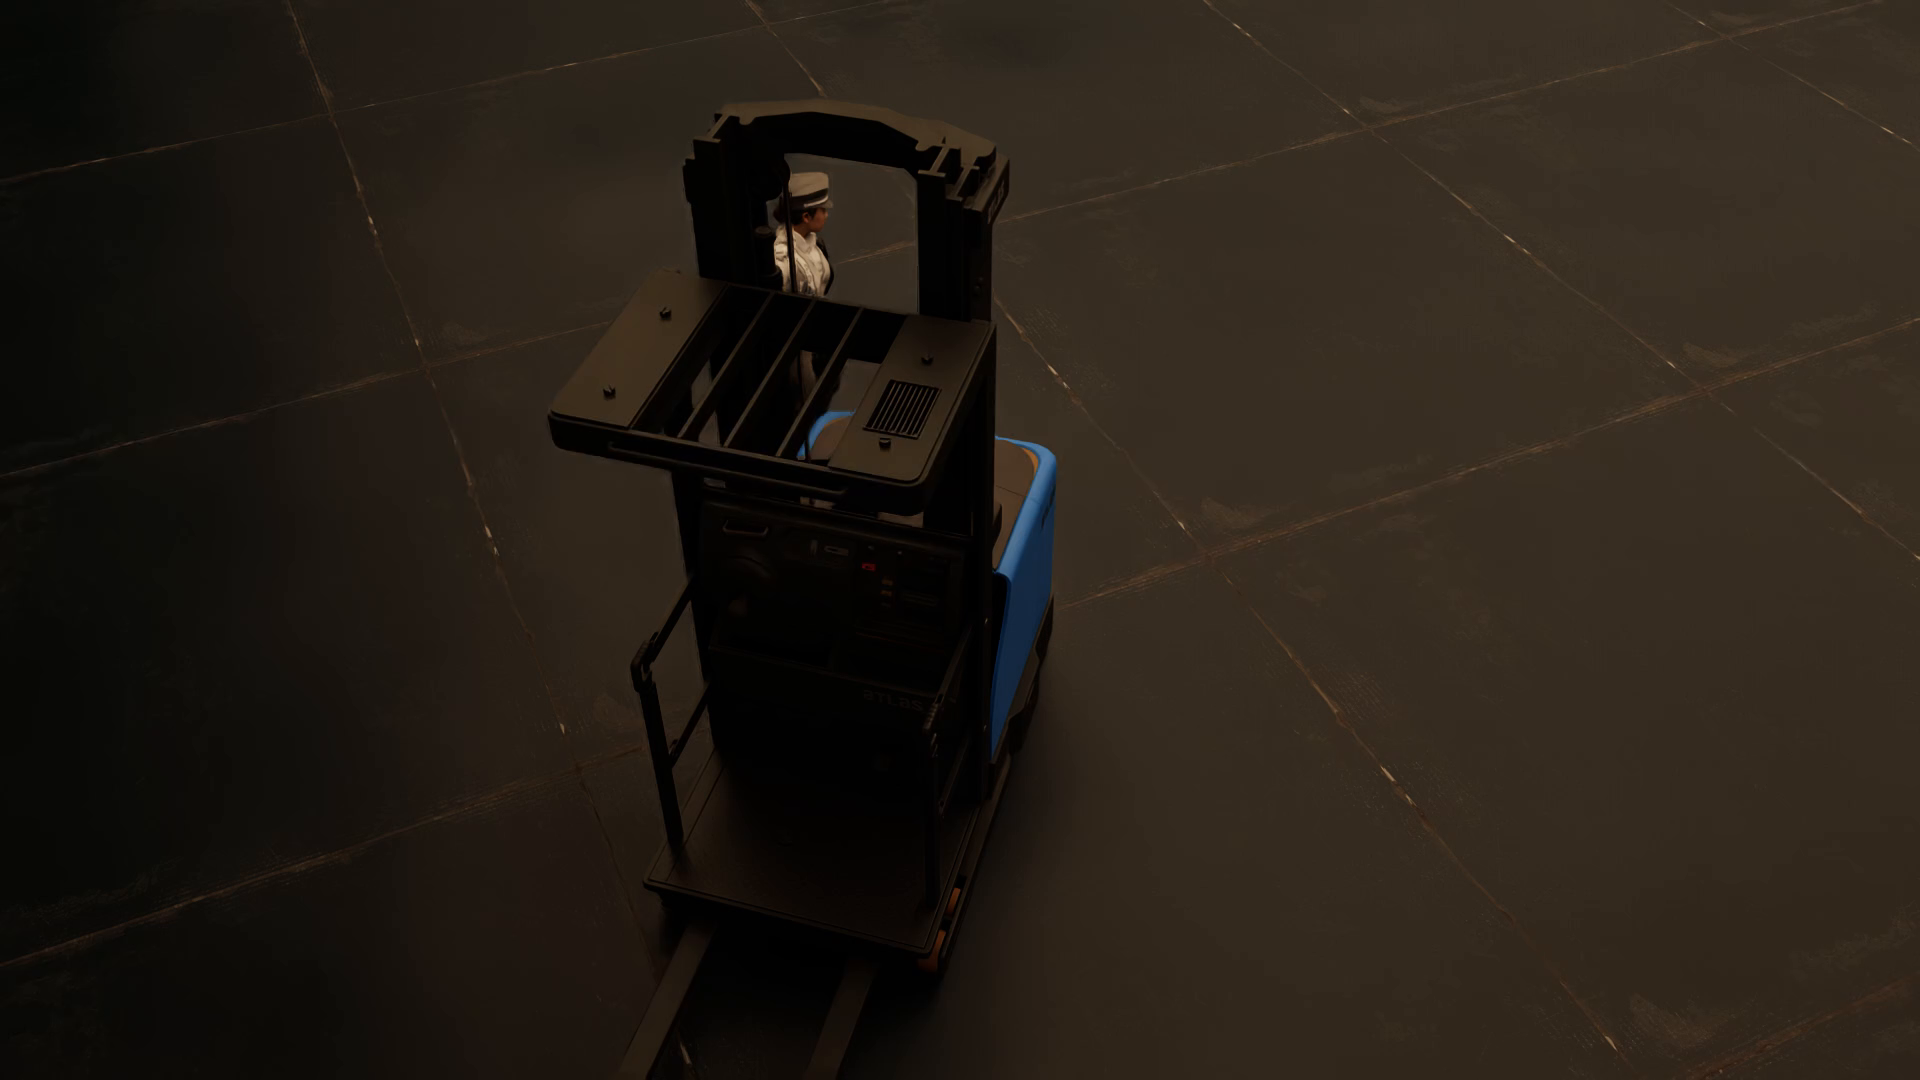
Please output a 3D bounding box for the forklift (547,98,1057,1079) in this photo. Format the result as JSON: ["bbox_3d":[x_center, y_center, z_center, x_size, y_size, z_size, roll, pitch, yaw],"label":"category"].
[{"bbox_3d":[-0.497,0.213,5.452,1.130,2.935,3.031,11,44,12],"label":"forklift"}]

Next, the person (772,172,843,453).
[{"bbox_3d":[-0.763,-0.926,7.650,0.413,1.640,0.806,7,44,8],"label":"person"}]
